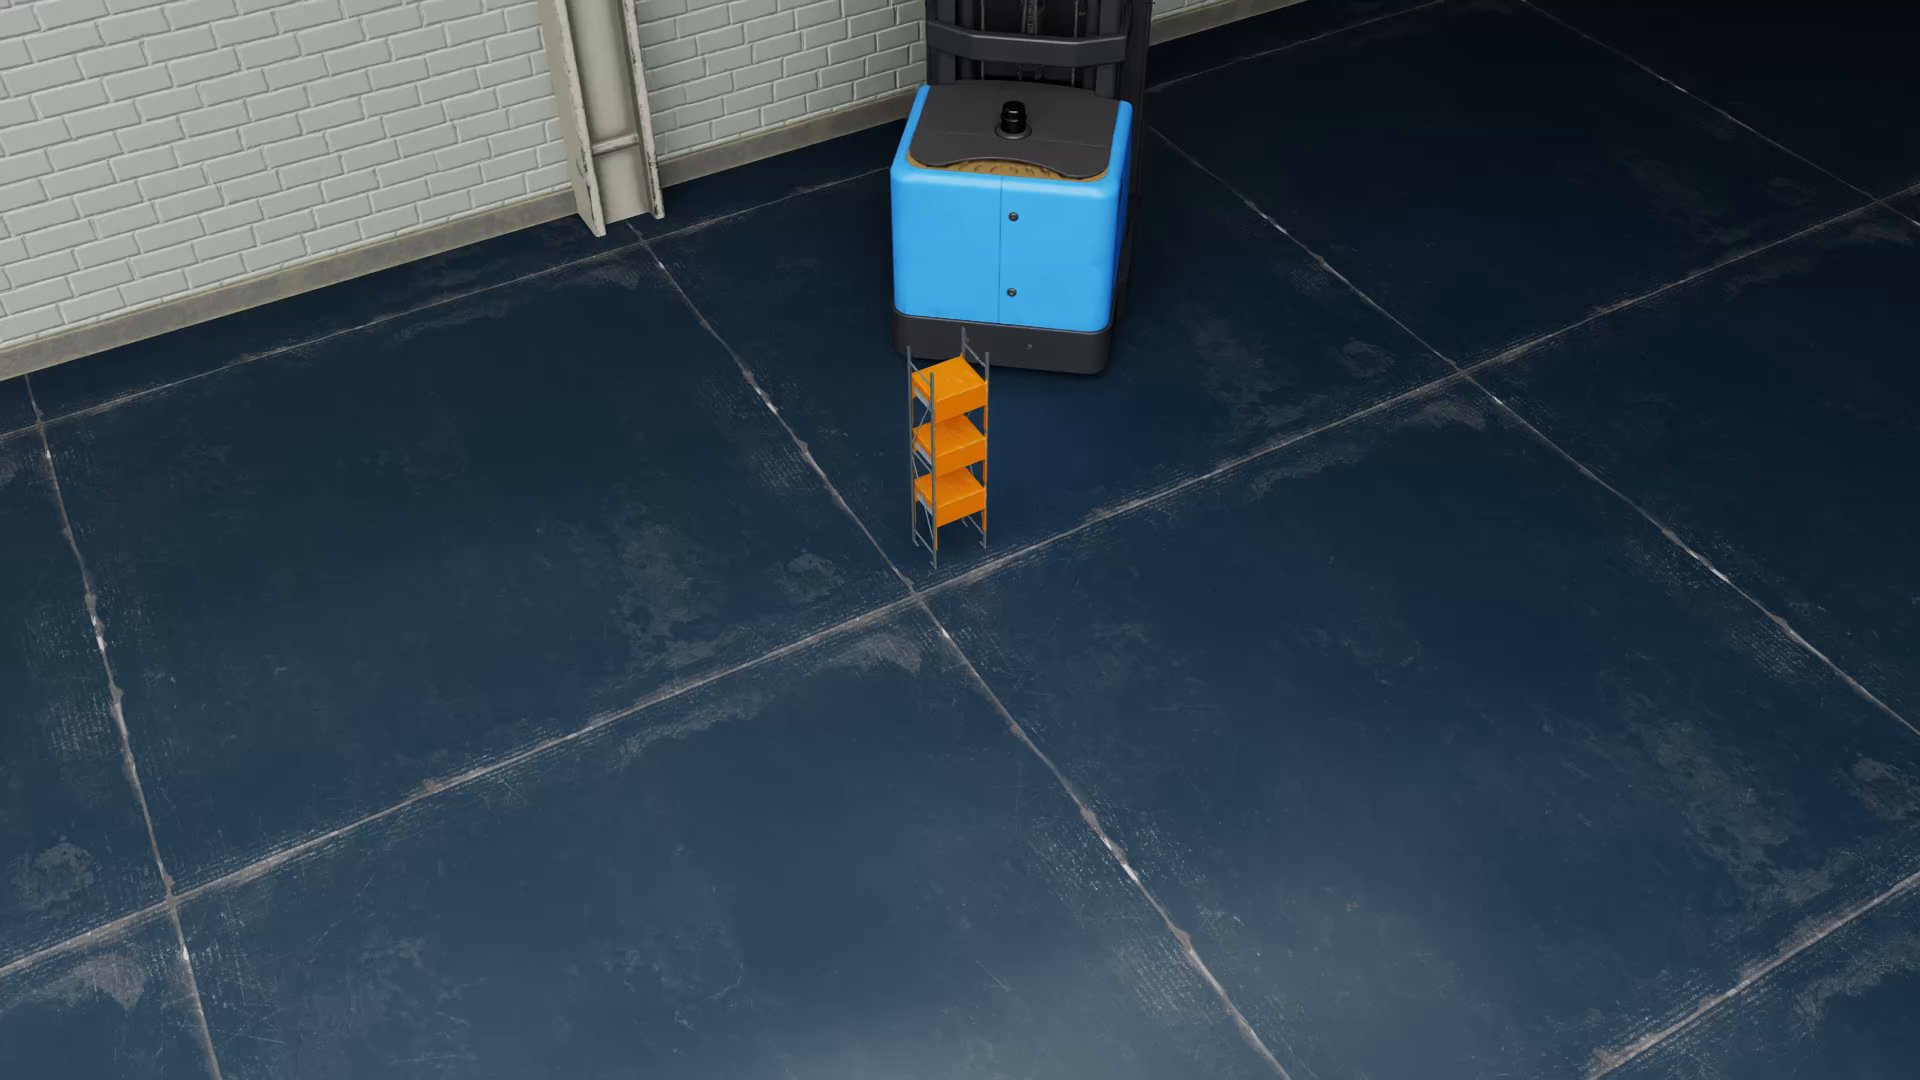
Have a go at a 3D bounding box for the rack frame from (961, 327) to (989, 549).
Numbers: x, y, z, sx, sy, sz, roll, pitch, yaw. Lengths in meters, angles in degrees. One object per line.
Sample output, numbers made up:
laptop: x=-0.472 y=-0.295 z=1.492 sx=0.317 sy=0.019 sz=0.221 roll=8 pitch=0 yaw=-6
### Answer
rack frame: x=0.059 y=-0.400 z=6.838 sx=0.008 sy=1.050 sz=0.200 roll=-22 pitch=48 yaw=-21

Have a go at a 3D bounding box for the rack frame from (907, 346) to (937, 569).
rack frame: x=-0.152 y=-0.316 z=6.751 sx=0.008 sy=1.050 sz=0.200 roll=-22 pitch=48 yaw=-21

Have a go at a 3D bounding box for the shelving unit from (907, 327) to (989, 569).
shelving unit: x=-0.046 y=-0.358 z=6.795 sx=0.252 sy=1.050 sz=0.215 roll=-22 pitch=48 yaw=-21

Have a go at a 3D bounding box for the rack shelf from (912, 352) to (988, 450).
rack shelf: x=-0.046 y=-0.554 z=6.604 sx=0.240 sy=0.259 sz=0.215 roll=-22 pitch=48 yaw=-21

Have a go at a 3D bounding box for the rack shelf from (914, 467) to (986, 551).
rack shelf: x=-0.046 y=-0.151 z=6.996 sx=0.240 sy=0.259 sz=0.215 roll=-22 pitch=48 yaw=-21

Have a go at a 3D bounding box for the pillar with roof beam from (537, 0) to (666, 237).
pillar with roof beam: x=0.308 y=-2.401 z=3.192 sx=0.400 sy=9.000 sz=9.100 roll=-22 pitch=48 yaw=-21

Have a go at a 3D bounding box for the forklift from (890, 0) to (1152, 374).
forklift: x=0.415 y=-2.873 z=8.035 sx=1.130 sy=2.935 sz=3.031 roll=6 pitch=44 yaw=6

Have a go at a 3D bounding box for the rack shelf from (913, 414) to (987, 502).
rack shelf: x=-0.046 y=-0.351 z=6.802 sx=0.240 sy=0.259 sz=0.215 roll=-22 pitch=48 yaw=-21
